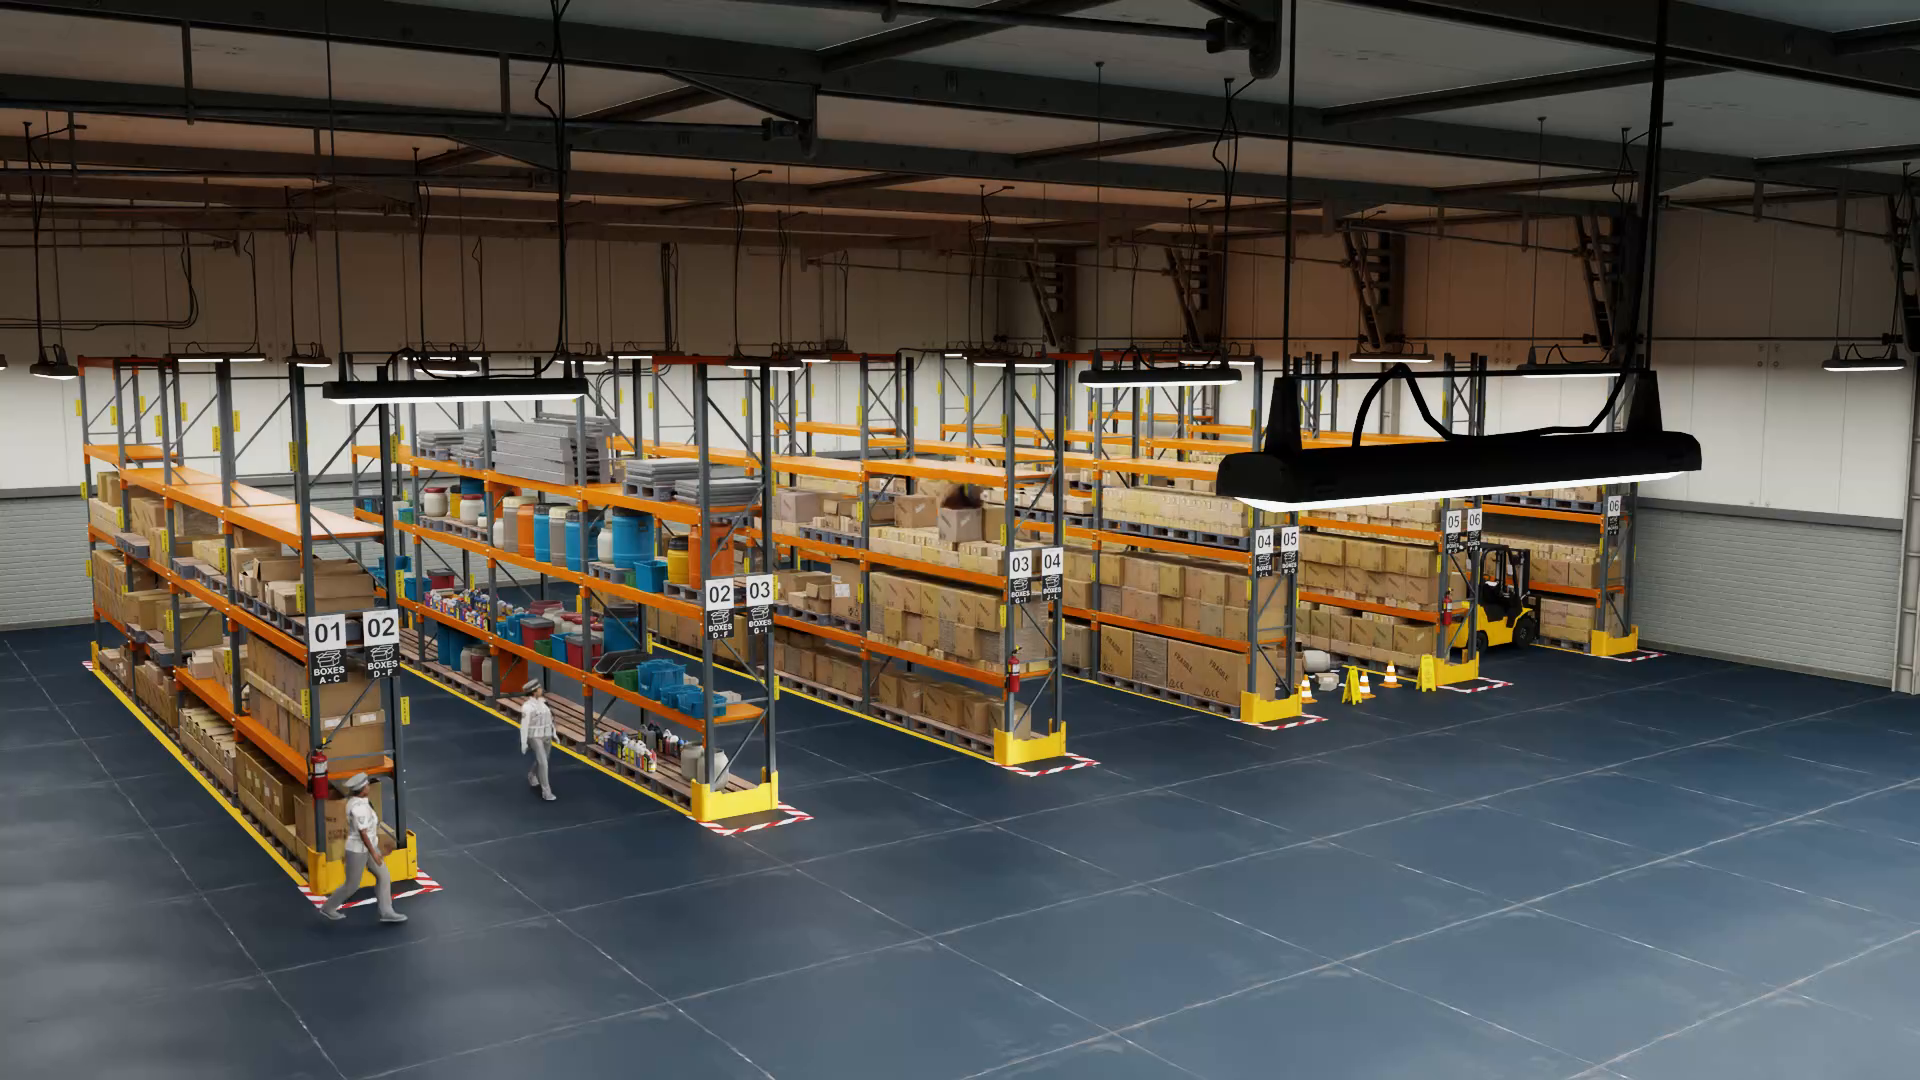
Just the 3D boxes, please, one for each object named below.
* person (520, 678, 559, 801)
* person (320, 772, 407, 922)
[{"bbox_3d":[-5.842,2.722,23.037,0.926,1.642,0.578,7,10,44],"label":"person"},{"bbox_3d":[-6.485,3.335,17.995,0.914,1.650,0.431,1,7,6],"label":"person"}]
